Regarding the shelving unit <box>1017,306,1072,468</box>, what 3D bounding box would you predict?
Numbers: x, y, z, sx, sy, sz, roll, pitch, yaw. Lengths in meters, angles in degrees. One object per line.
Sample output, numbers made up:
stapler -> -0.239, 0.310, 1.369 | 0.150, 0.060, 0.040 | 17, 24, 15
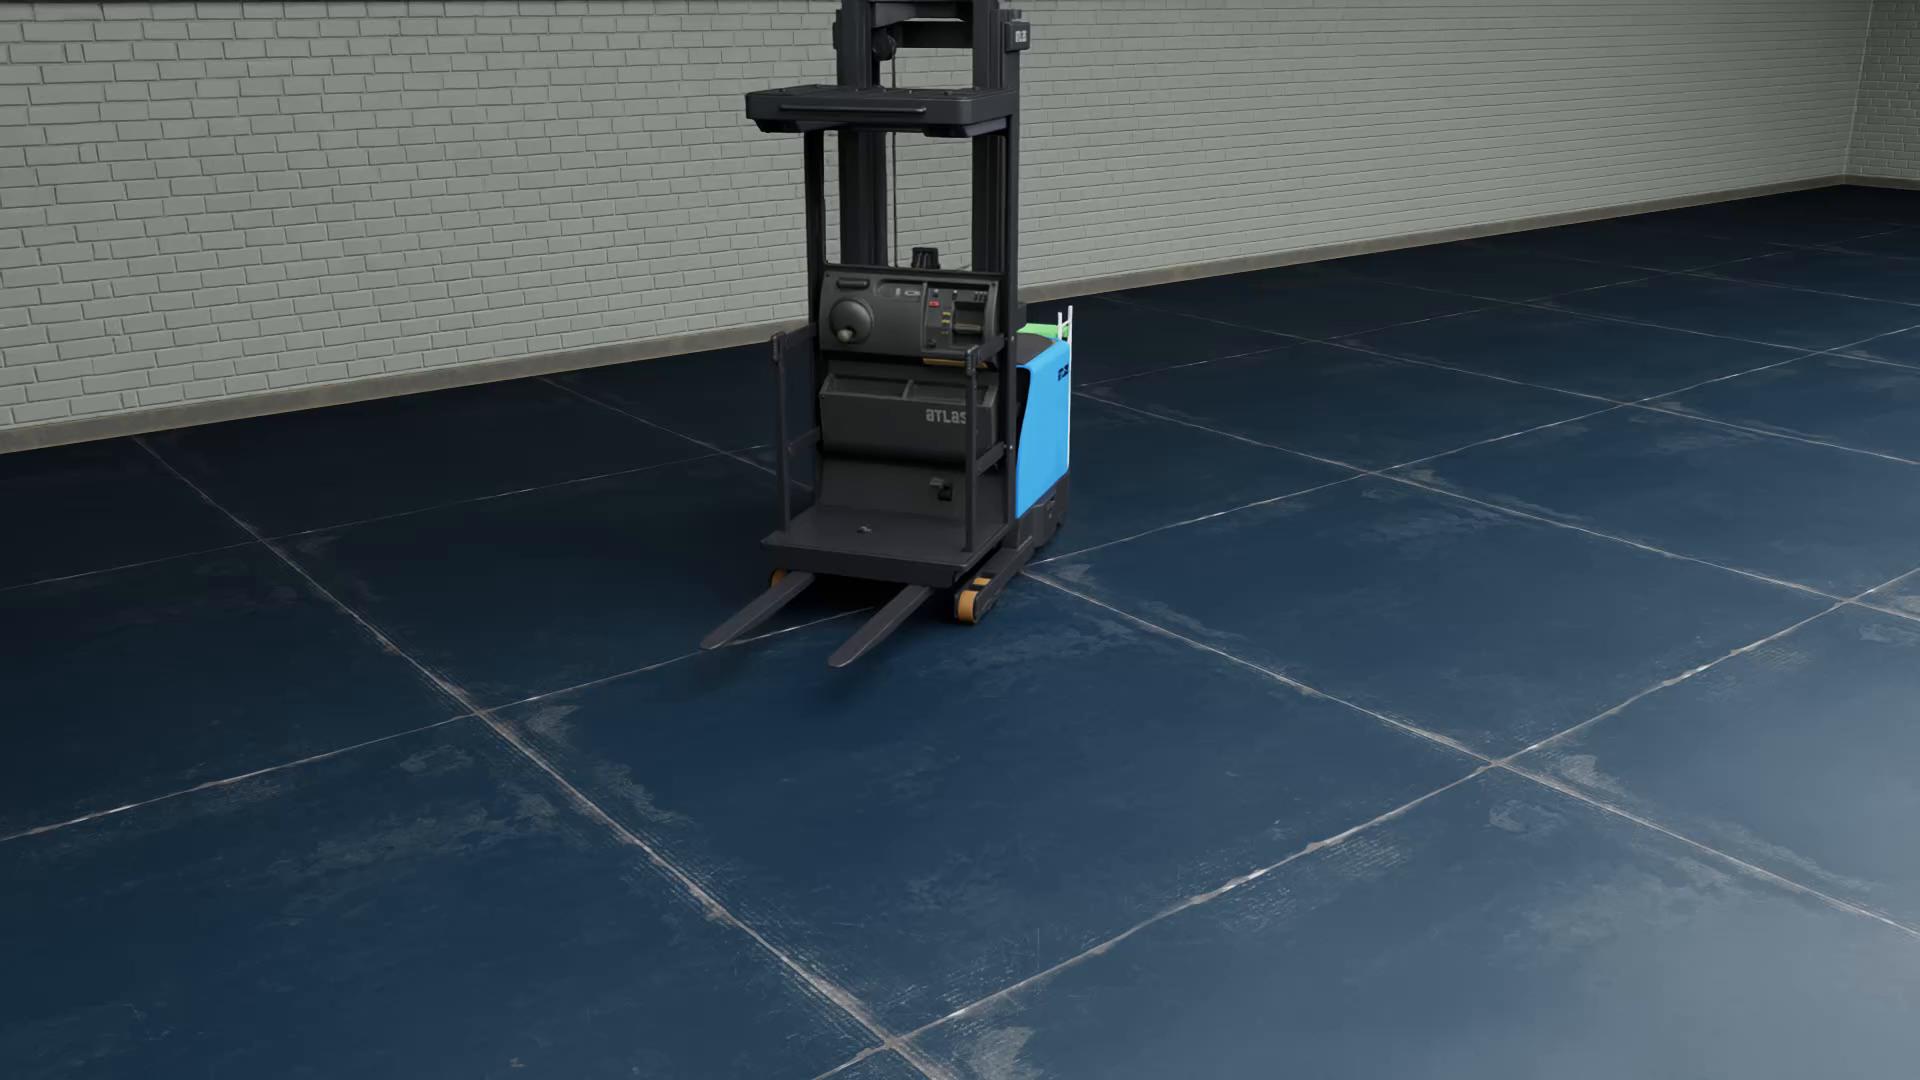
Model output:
shelving unit -> 0.374, -0.781, 9.812 | 0.503, 1.200, 0.258 | 6, 19, 18

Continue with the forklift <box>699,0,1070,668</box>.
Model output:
forklift -> -0.328, -1.126, 8.100 | 1.130, 2.935, 3.031 | 6, 19, 18

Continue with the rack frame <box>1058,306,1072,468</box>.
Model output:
rack frame -> 0.605, -0.756, 9.736 | 0.015, 1.200, 0.240 | 6, 19, 18

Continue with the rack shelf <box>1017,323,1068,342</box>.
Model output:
rack shelf -> 0.374, -1.176, 9.681 | 0.480, 0.148, 0.258 | 6, 19, 18
